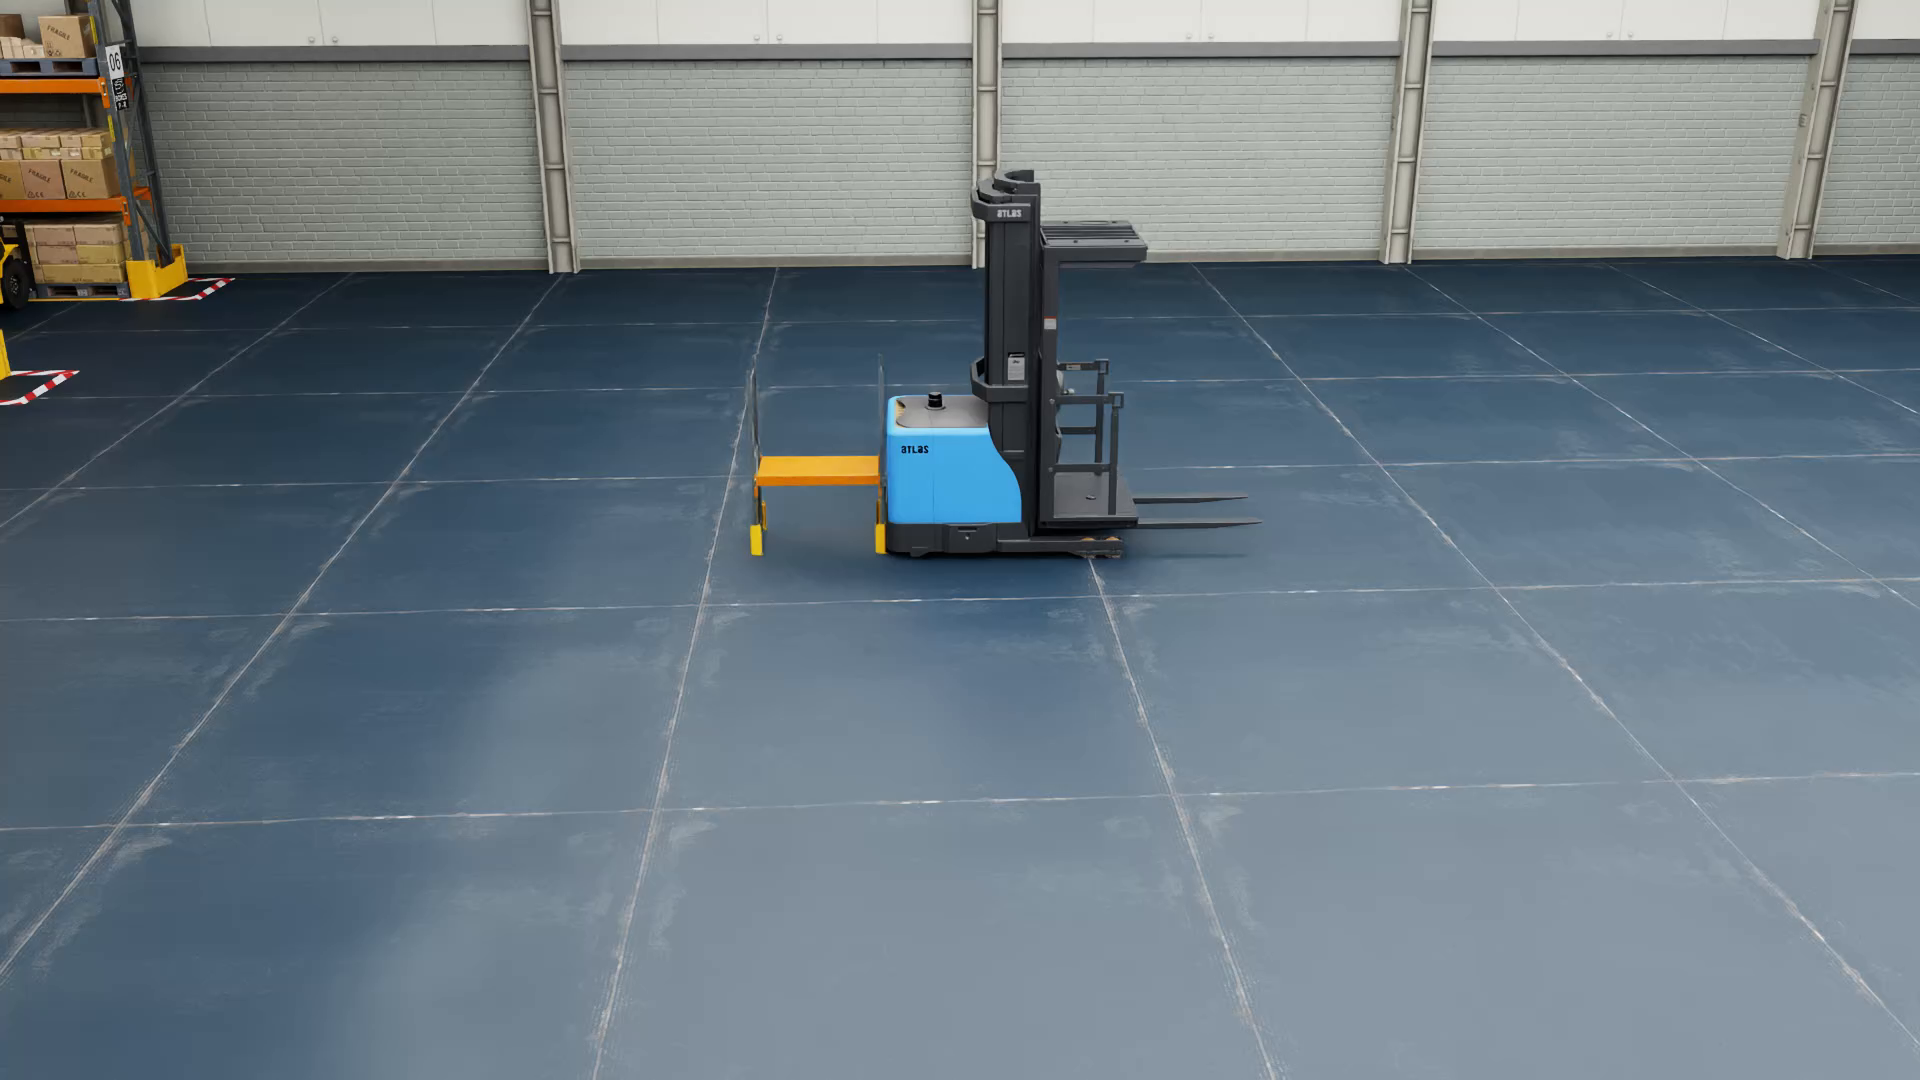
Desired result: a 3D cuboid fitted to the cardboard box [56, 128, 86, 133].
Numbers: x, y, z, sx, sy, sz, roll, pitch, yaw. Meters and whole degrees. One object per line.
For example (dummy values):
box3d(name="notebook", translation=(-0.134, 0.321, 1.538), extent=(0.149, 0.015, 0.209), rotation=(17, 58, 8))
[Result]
box3d(name="cardboard box", translation=(-11.740, -5.357, 22.005), extent=(0.250, 0.149, 0.380), rotation=(-1, 21, -2))

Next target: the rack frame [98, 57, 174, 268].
box3d(name="rack frame", translation=(-10.866, -4.803, 22.020), extent=(0.127, 3.000, 1.000), rotation=(-1, 21, -3))

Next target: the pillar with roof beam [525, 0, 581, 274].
box3d(name="pillar with roof beam", translation=(-5.377, -6.505, 18.060), extent=(0.400, 9.000, 9.100), rotation=(-1, 21, -3))

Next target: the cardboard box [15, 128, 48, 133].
box3d(name="cardboard box", translation=(-12.249, -5.343, 21.969), extent=(0.250, 0.149, 0.380), rotation=(-1, 21, -1))

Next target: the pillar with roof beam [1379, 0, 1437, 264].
box3d(name="pillar with roof beam", translation=(6.603, -6.749, 18.700), extent=(0.400, 9.000, 9.100), rotation=(-1, 21, -3))

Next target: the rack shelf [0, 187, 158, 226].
box3d(name="rack shelf", translation=(-12.863, -4.426, 22.041), extent=(4.000, 0.370, 1.077), rotation=(-1, 21, -3))

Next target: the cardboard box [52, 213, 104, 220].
box3d(name="cardboard box", translation=(-11.856, -4.227, 22.377), extent=(0.500, 0.250, 0.500), rotation=(-1, 21, -3))

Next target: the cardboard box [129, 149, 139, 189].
box3d(name="cardboard box", translation=(-11.377, -4.938, 22.235), extent=(0.500, 0.500, 0.500), rotation=(0, 21, -1))

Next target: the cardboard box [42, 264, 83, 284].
box3d(name="cardboard box", translation=(-11.814, -3.585, 22.097), extent=(0.500, 0.250, 0.500), rotation=(-1, 21, -3))

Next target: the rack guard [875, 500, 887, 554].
box3d(name="rack guard", translation=(-0.643, -0.111, 13.561), extent=(0.087, 0.250, 0.587), rotation=(-1, 21, -2))

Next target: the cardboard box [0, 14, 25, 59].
box3d(name="cardboard box", translation=(-12.323, -6.413, 21.163), extent=(0.500, 0.500, 0.700), rotation=(-1, 21, -3))

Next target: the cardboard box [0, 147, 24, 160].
box3d(name="cardboard box", translation=(-12.225, -5.024, 21.548), extent=(0.250, 0.149, 0.380), rotation=(-2, 21, -5))

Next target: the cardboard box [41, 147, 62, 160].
box3d(name="cardboard box", translation=(-11.713, -5.047, 21.609), extent=(0.250, 0.149, 0.380), rotation=(-1, 21, -2))

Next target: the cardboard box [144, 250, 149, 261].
box3d(name="cardboard box", translation=(-11.368, -3.773, 22.591), extent=(0.500, 0.250, 0.500), rotation=(-1, 21, -3))

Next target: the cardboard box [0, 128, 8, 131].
box3d(name="cardboard box", translation=(-12.760, -5.339, 21.959), extent=(0.250, 0.149, 0.380), rotation=(-1, 21, -3))

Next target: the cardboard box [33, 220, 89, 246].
box3d(name="cardboard box", translation=(-11.818, -4.049, 21.908), extent=(0.500, 0.250, 0.500), rotation=(-1, 21, -2))

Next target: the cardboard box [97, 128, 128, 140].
box3d(name="cardboard box", translation=(-11.214, -5.361, 22.015), extent=(0.250, 0.149, 0.380), rotation=(-2, 21, -4))

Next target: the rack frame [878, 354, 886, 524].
box3d(name="rack frame", translation=(-0.624, -0.695, 13.339), extent=(0.032, 1.500, 0.500), rotation=(-1, 21, -2))

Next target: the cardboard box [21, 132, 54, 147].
box3d(name="cardboard box", translation=(-11.969, -5.200, 21.593), extent=(0.250, 0.149, 0.380), rotation=(-1, 21, -3))

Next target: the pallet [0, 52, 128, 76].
box3d(name="pallet", translation=(-11.574, -6.158, 21.488), extent=(1.213, 0.211, 1.003), rotation=(-1, 21, -3))

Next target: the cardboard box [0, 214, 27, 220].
box3d(name="cardboard box", translation=(-12.868, -4.213, 22.340), extent=(0.500, 0.250, 0.500), rotation=(-2, 21, -4))

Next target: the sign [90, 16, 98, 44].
box3d(name="sign", translation=(-10.849, -6.388, 20.836), extent=(0.005, 0.325, 0.100), rotation=(-1, 21, -3))

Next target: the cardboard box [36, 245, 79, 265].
box3d(name="cardboard box", translation=(-11.836, -3.820, 22.011), extent=(0.500, 0.250, 0.500), rotation=(-1, 21, -4))

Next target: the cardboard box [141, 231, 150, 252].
box3d(name="cardboard box", translation=(-11.348, -4.012, 22.514), extent=(0.500, 0.250, 0.500), rotation=(-1, 21, -2))

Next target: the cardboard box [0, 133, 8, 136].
box3d(name="cardboard box", translation=(-12.480, -5.148, 21.456), extent=(0.250, 0.149, 0.380), rotation=(-1, 21, -2))

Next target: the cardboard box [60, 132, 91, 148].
box3d(name="cardboard box", translation=(-11.456, -5.193, 21.576), extent=(0.250, 0.149, 0.380), rotation=(-1, 21, -3))

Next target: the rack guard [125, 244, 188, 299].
box3d(name="rack guard", translation=(-10.842, -3.635, 22.466), extent=(0.348, 0.500, 1.175), rotation=(-1, 21, -3))

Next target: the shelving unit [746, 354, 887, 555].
box3d(name="shelving unit", translation=(-1.141, -0.689, 13.324), extent=(1.083, 1.500, 0.587), rotation=(-1, 21, -2))

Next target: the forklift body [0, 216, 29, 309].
box3d(name="forklift body", translation=(-12.655, -3.719, 20.367), extent=(1.214, 2.155, 2.313), rotation=(-1, 21, -3))

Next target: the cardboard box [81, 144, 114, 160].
box3d(name="cardboard box", translation=(-11.196, -5.046, 21.607), extent=(0.250, 0.149, 0.380), rotation=(-1, 21, -2))

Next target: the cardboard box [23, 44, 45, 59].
box3d(name="cardboard box", translation=(-11.676, -6.205, 21.111), extent=(0.250, 0.149, 0.380), rotation=(-2, 21, -5))

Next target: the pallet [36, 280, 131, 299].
box3d(name="pallet", translation=(-11.627, -3.469, 22.436), extent=(1.213, 0.211, 1.003), rotation=(-1, 21, -3))

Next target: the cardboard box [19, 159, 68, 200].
box3d(name="cardboard box", translation=(-11.861, -4.739, 21.712), extent=(0.500, 0.500, 0.500), rotation=(-1, 21, -1))

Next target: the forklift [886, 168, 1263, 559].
box3d(name="forklift", translation=(0.918, -1.408, 13.201), extent=(3.031, 2.935, 1.130), rotation=(-1, 21, -2))
